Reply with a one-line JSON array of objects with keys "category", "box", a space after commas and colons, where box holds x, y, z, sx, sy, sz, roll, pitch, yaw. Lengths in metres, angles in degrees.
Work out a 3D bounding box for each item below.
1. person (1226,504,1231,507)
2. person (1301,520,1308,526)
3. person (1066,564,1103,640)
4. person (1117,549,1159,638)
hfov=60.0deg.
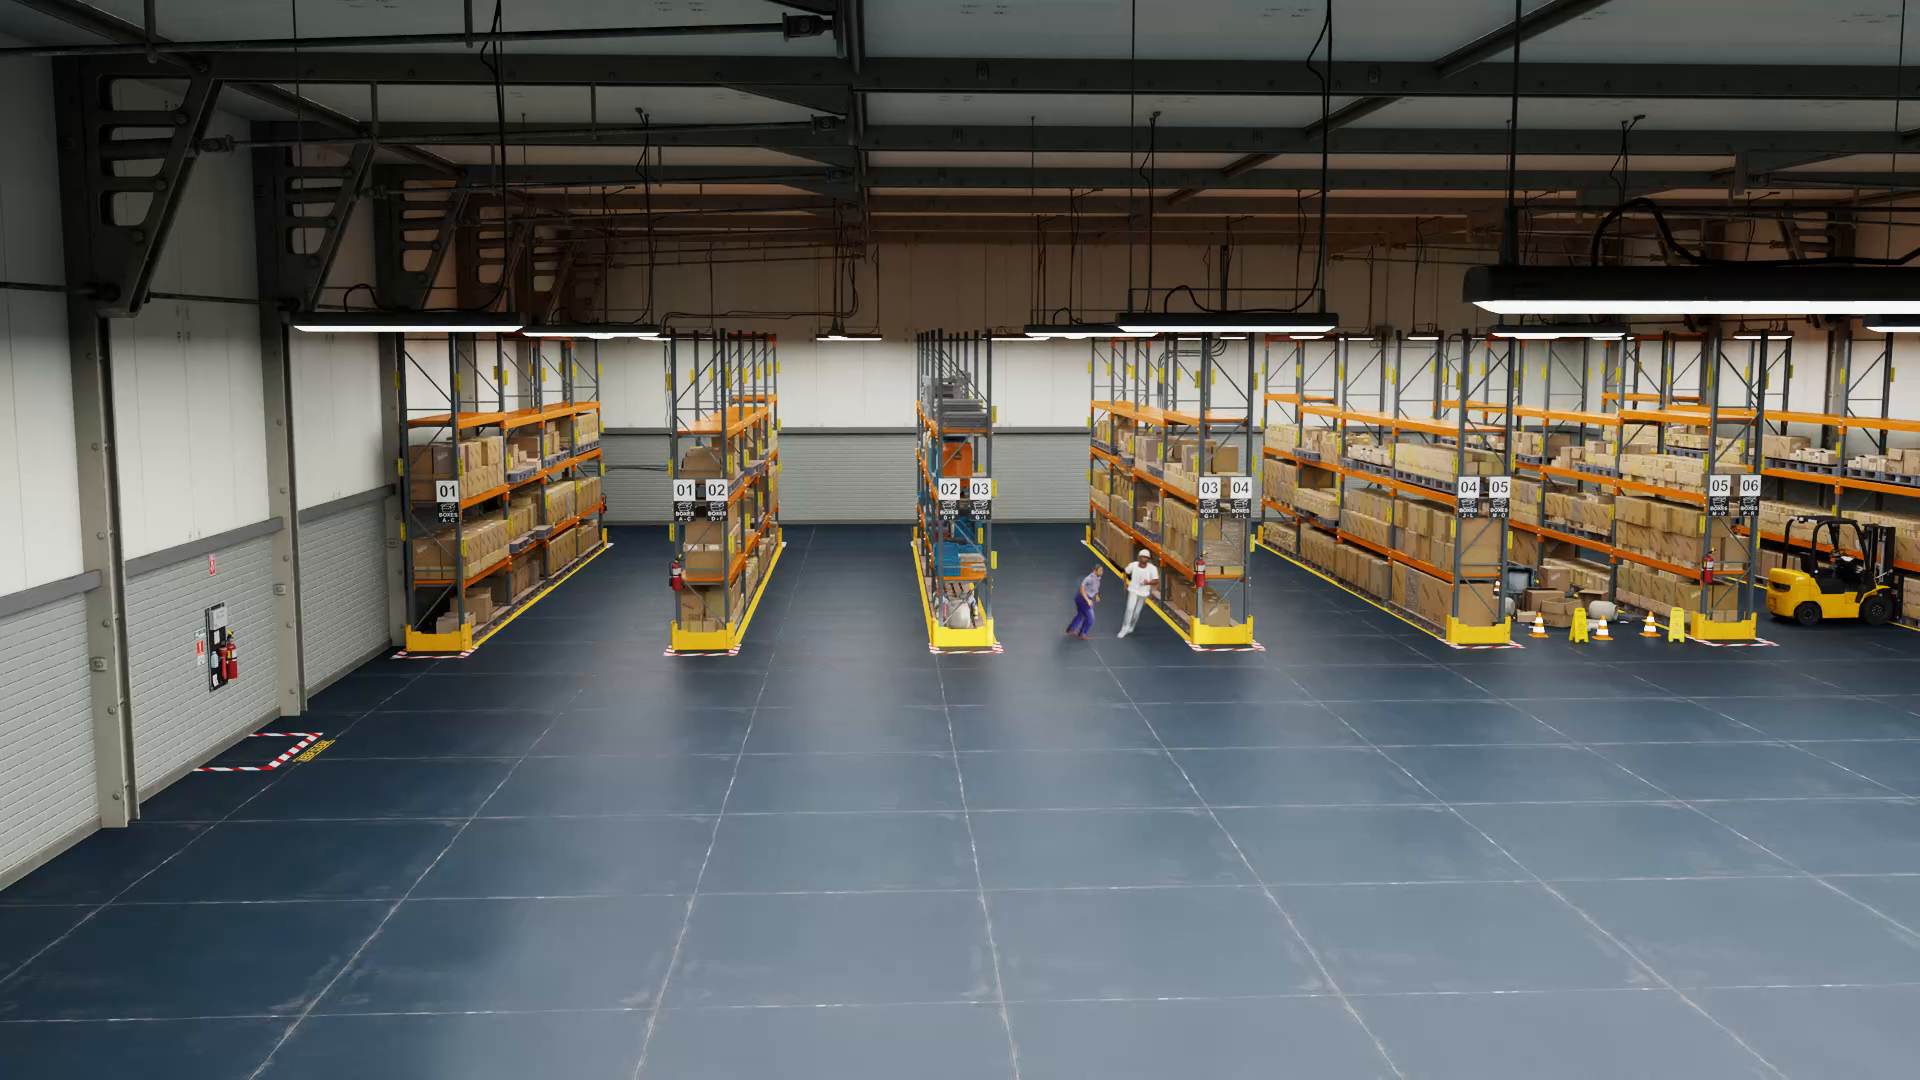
[{"category": "person", "box": [7.485, -0.710, 47.267, 0.687, 1.830, 0.709, 1, 7, 6]}, {"category": "person", "box": [10.311, -0.893, 48.667, 0.890, 1.784, 0.777, 6, 9, 41]}, {"category": "person", "box": [2.416, 1.181, 32.381, 0.805, 1.513, 0.675, 2, 7, 18]}, {"category": "person", "box": [3.464, 1.018, 32.515, 0.808, 1.700, 0.775, 0, 7, 2]}]
